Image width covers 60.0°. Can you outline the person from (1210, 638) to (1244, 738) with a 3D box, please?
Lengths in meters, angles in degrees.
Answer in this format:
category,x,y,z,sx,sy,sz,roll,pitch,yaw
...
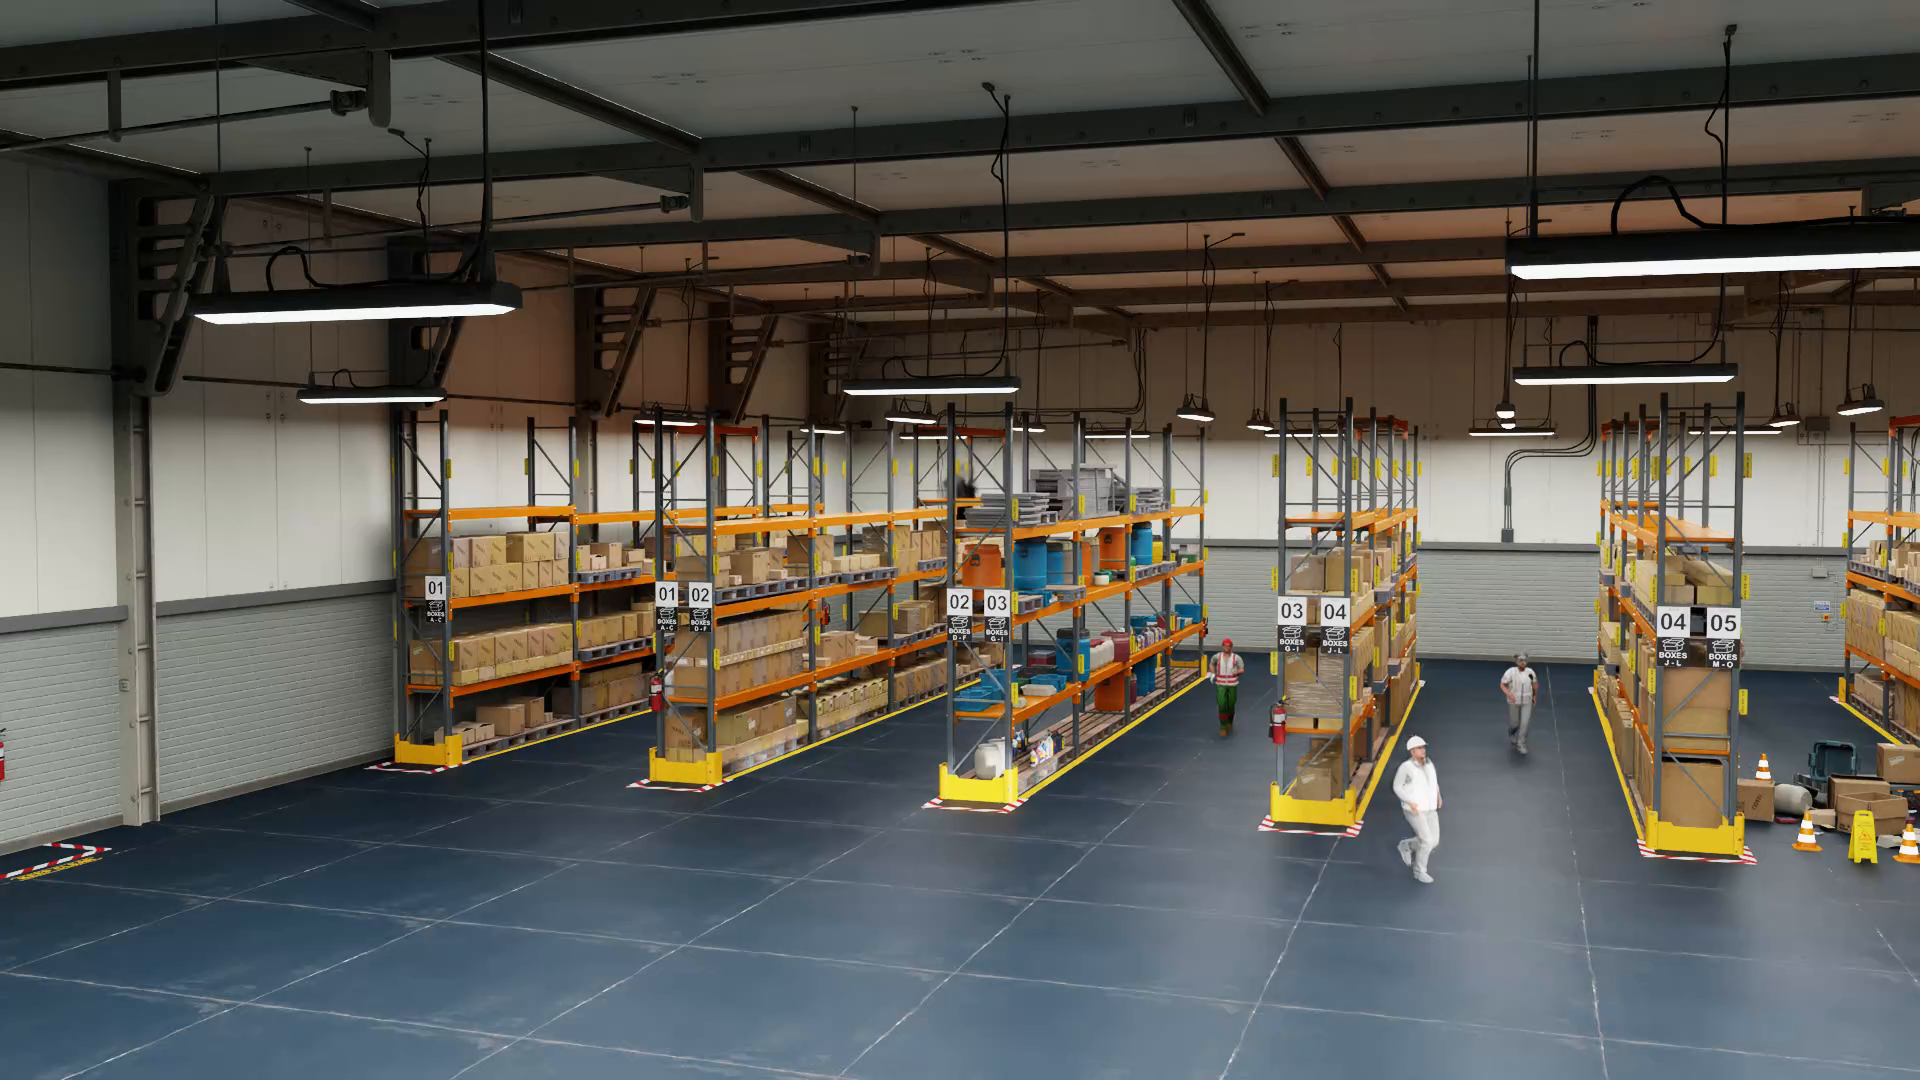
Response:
category,x,y,z,sx,sy,sz,roll,pitch,yaw
person,5.021,2.757,31.284,0.640,1.824,0.814,0,2,9

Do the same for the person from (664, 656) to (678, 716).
category,x,y,z,sx,sy,sz,roll,pitch,yaw
person,-5.258,2.902,29.899,0.575,1.661,0.560,0,2,2

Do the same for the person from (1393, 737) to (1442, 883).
category,x,y,z,sx,sy,sz,roll,pitch,yaw
person,5.582,3.269,20.335,0.660,1.748,0.601,-1,3,-30

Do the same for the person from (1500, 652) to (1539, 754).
category,x,y,z,sx,sy,sz,roll,pitch,yaw
person,9.935,2.868,29.508,0.667,1.770,0.748,0,2,9
